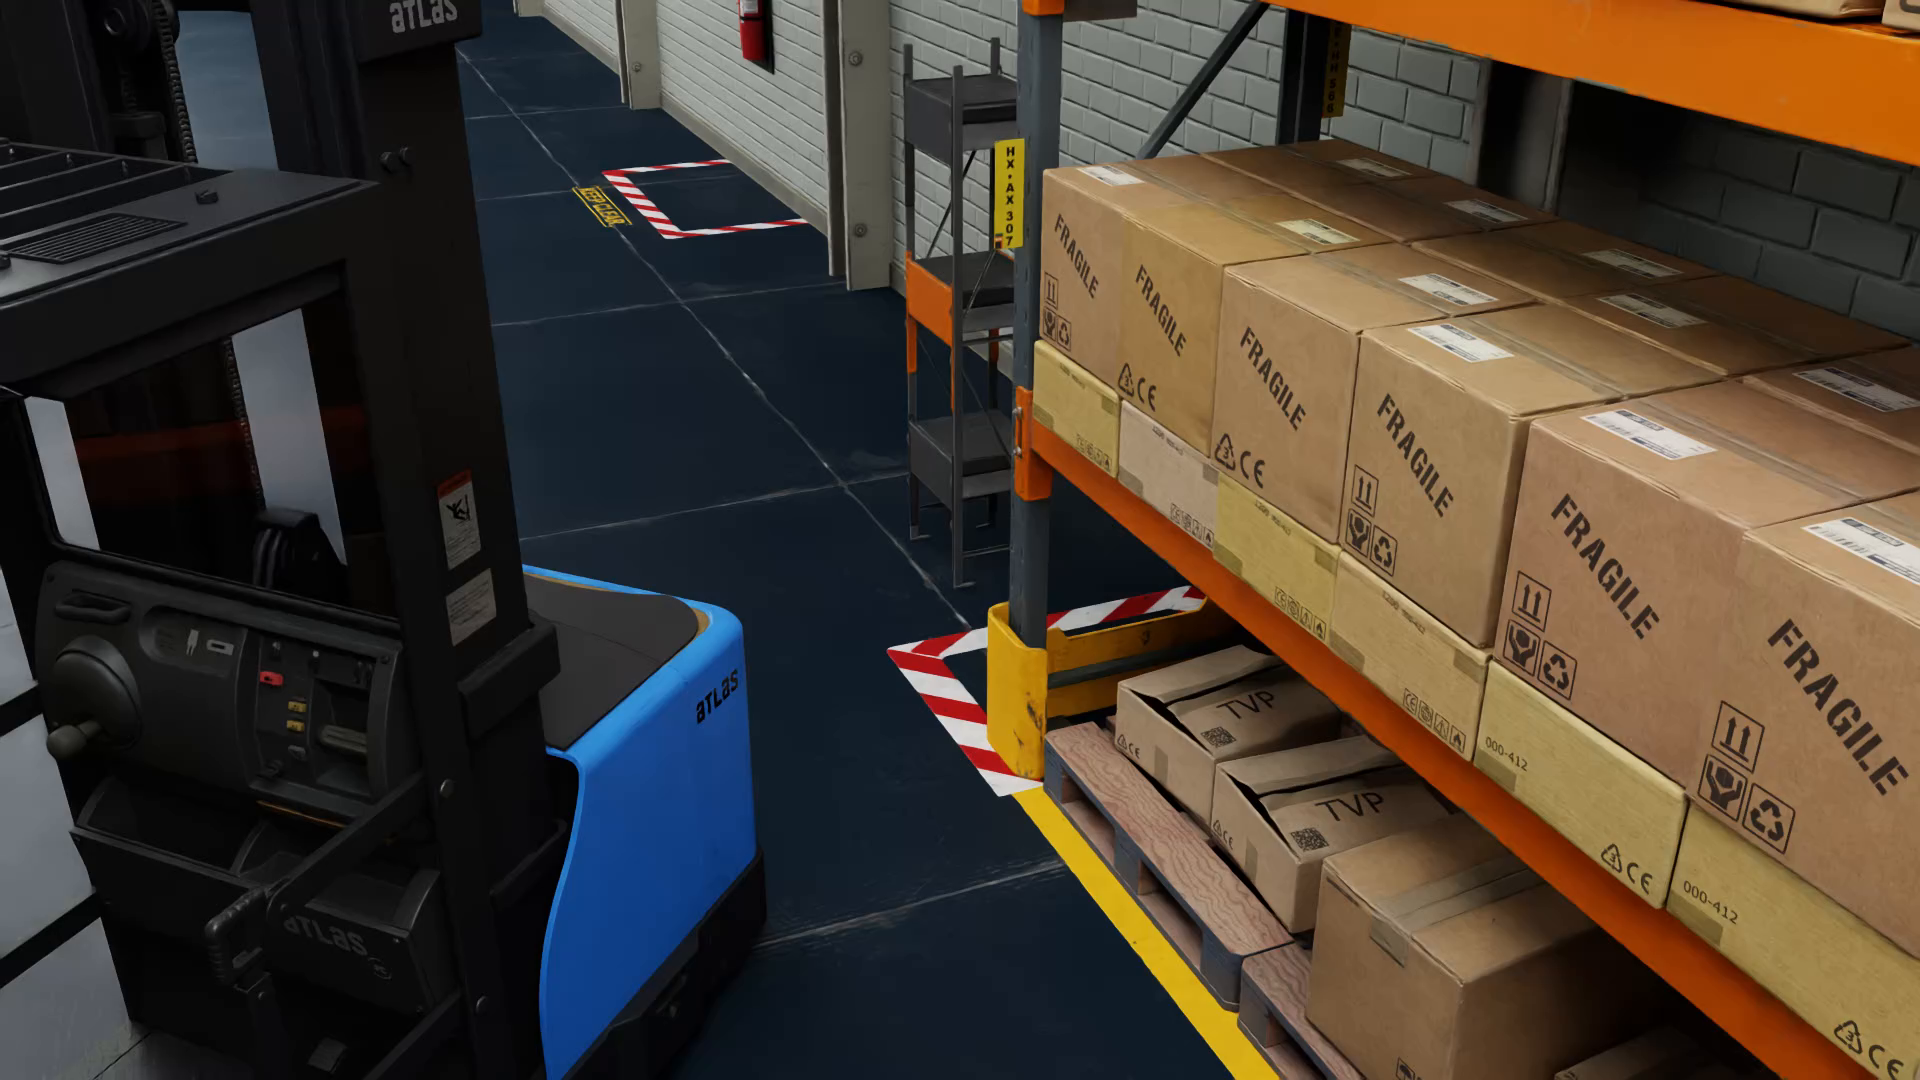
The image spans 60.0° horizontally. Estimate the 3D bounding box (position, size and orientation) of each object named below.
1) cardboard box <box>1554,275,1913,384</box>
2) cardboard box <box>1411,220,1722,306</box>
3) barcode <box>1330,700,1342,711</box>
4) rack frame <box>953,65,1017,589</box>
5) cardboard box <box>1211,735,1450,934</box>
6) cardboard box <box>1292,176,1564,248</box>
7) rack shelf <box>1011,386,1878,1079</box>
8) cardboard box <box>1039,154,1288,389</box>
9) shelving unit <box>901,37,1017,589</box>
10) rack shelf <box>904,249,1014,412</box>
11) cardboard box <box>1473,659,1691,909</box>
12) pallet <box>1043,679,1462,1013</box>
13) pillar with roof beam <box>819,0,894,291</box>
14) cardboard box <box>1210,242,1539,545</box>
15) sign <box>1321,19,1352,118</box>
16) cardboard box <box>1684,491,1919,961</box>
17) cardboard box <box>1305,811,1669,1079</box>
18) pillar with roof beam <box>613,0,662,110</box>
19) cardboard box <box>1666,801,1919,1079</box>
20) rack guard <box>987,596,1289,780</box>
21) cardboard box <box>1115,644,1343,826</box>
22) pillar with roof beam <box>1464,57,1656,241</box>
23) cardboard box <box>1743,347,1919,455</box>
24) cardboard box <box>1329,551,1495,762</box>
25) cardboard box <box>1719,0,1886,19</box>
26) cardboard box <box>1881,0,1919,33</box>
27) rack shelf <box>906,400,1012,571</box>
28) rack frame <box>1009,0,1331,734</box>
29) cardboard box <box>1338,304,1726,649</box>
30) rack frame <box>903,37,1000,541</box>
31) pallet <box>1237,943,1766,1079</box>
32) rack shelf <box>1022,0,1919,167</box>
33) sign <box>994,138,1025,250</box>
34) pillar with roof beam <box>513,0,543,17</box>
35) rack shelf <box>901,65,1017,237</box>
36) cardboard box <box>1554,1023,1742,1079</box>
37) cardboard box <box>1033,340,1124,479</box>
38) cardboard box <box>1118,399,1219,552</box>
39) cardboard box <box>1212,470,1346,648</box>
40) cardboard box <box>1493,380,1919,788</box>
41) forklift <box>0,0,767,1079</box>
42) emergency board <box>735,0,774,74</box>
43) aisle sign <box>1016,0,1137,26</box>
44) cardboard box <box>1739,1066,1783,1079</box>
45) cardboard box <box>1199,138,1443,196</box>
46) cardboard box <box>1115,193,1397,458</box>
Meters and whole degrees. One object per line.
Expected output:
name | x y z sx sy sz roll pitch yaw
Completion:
cardboard box | 1.621 -0.241 3.619 0.500 0.500 0.500 -10 28 -20
cardboard box | 1.424 -0.445 4.035 0.500 0.500 0.500 -11 28 -22
barcode | 1.212 0.507 5.345 0.001 0.075 0.075 -11 28 -21
rack frame | 0.160 -0.778 6.451 0.400 2.100 0.015 -11 28 -21
cardboard box | 1.060 0.803 4.750 0.500 0.311 0.500 -8 27 -16
cardboard box | 1.217 -0.653 4.461 0.500 0.500 0.500 -10 28 -20
rack shelf | 1.432 0.398 3.836 1.077 0.370 4.000 -11 28 -21
cardboard box | 0.559 -0.767 4.695 0.500 0.500 0.500 -11 28 -21
shelving unit | 0.065 -0.877 6.652 0.431 2.100 0.503 -11 28 -21
rack shelf | 0.065 -0.864 6.658 0.431 0.518 0.480 -11 28 -21
cardboard box | 1.352 0.399 3.163 0.500 0.250 0.500 -11 28 -21
pallet | 0.964 0.885 5.196 1.003 0.211 1.213 -11 28 -21
pillar with roof beam | -4.592 -4.977 7.187 9.100 9.000 0.400 -11 28 -21
cardboard box | 0.940 -0.356 3.854 0.500 0.500 0.500 -12 28 -22
sign | 1.167 -1.482 5.187 0.100 0.325 0.005 -11 28 -21
cardboard box | 1.545 0.265 2.581 0.500 0.500 0.500 -11 28 -21
cardboard box | 1.302 1.023 4.084 0.700 0.500 0.500 -12 29 -24
pillar with roof beam | -6.942 -7.399 12.148 9.100 9.000 0.400 -11 28 -21
cardboard box | 1.563 0.599 2.753 0.500 0.250 0.500 -10 28 -20
rack guard | 0.679 0.421 5.817 1.175 0.500 0.348 -11 28 -21
cardboard box | 0.837 0.573 5.221 0.500 0.311 0.500 -14 29 -26
pillar with roof beam | -2.242 -2.555 2.226 9.100 9.000 0.400 -11 28 -21
cardboard box | 1.834 -0.034 3.193 0.500 0.500 0.500 -10 28 -19
cardboard box | 1.154 0.196 3.579 0.500 0.250 0.500 -10 28 -20
cardboard box | 1.352 -1.105 2.538 0.500 0.500 0.500 -12 28 -23
cardboard box | 1.604 -0.887 2.093 0.500 0.500 0.500 -13 29 -25
rack shelf | 0.065 -0.235 6.966 0.431 0.518 0.480 -11 28 -21
rack frame | 0.649 -0.733 5.332 1.000 3.000 0.127 -11 28 -21
cardboard box | 1.153 -0.150 3.431 0.500 0.500 0.500 -10 28 -19
rack frame | -0.031 -0.975 6.854 0.400 2.100 0.015 -11 28 -21
pallet | 1.438 1.377 4.189 1.003 0.211 1.213 -11 28 -21
rack shelf | 1.432 -0.950 3.178 1.077 0.370 4.000 -11 28 -21
sign | 0.150 -1.028 4.951 0.100 0.325 0.005 -11 28 -21
pillar with roof beam | -9.291 -9.821 17.109 9.100 9.000 0.400 -11 28 -21
rack shelf | 0.065 -1.493 6.351 0.431 0.518 0.480 -11 28 -21
cardboard box | 1.607 1.316 3.883 0.380 0.149 0.250 -13 29 -25
cardboard box | 0.548 -0.423 4.845 0.500 0.250 0.500 -11 28 -22
cardboard box | 0.764 -0.215 4.421 0.500 0.250 0.500 -11 28 -22
cardboard box | 0.958 -0.009 3.997 0.500 0.250 0.500 -11 28 -21
cardboard box | 1.358 0.060 3.001 0.500 0.500 0.500 -11 28 -22
forklift | -1.601 0.345 3.203 1.130 2.935 3.031 11 28 20
emergency board | -1.563 -4.025 12.075 0.194 1.169 0.643 -11 28 -21
aisle sign | 0.345 -1.878 4.715 0.394 0.787 0.004 -11 28 -21
cardboard box | 1.772 1.396 3.320 0.500 0.500 0.500 -13 29 -24
cardboard box | 1.029 -0.857 4.881 0.500 0.500 0.500 -11 28 -21
cardboard box | 0.744 -0.566 4.283 0.500 0.500 0.500 -10 28 -20
